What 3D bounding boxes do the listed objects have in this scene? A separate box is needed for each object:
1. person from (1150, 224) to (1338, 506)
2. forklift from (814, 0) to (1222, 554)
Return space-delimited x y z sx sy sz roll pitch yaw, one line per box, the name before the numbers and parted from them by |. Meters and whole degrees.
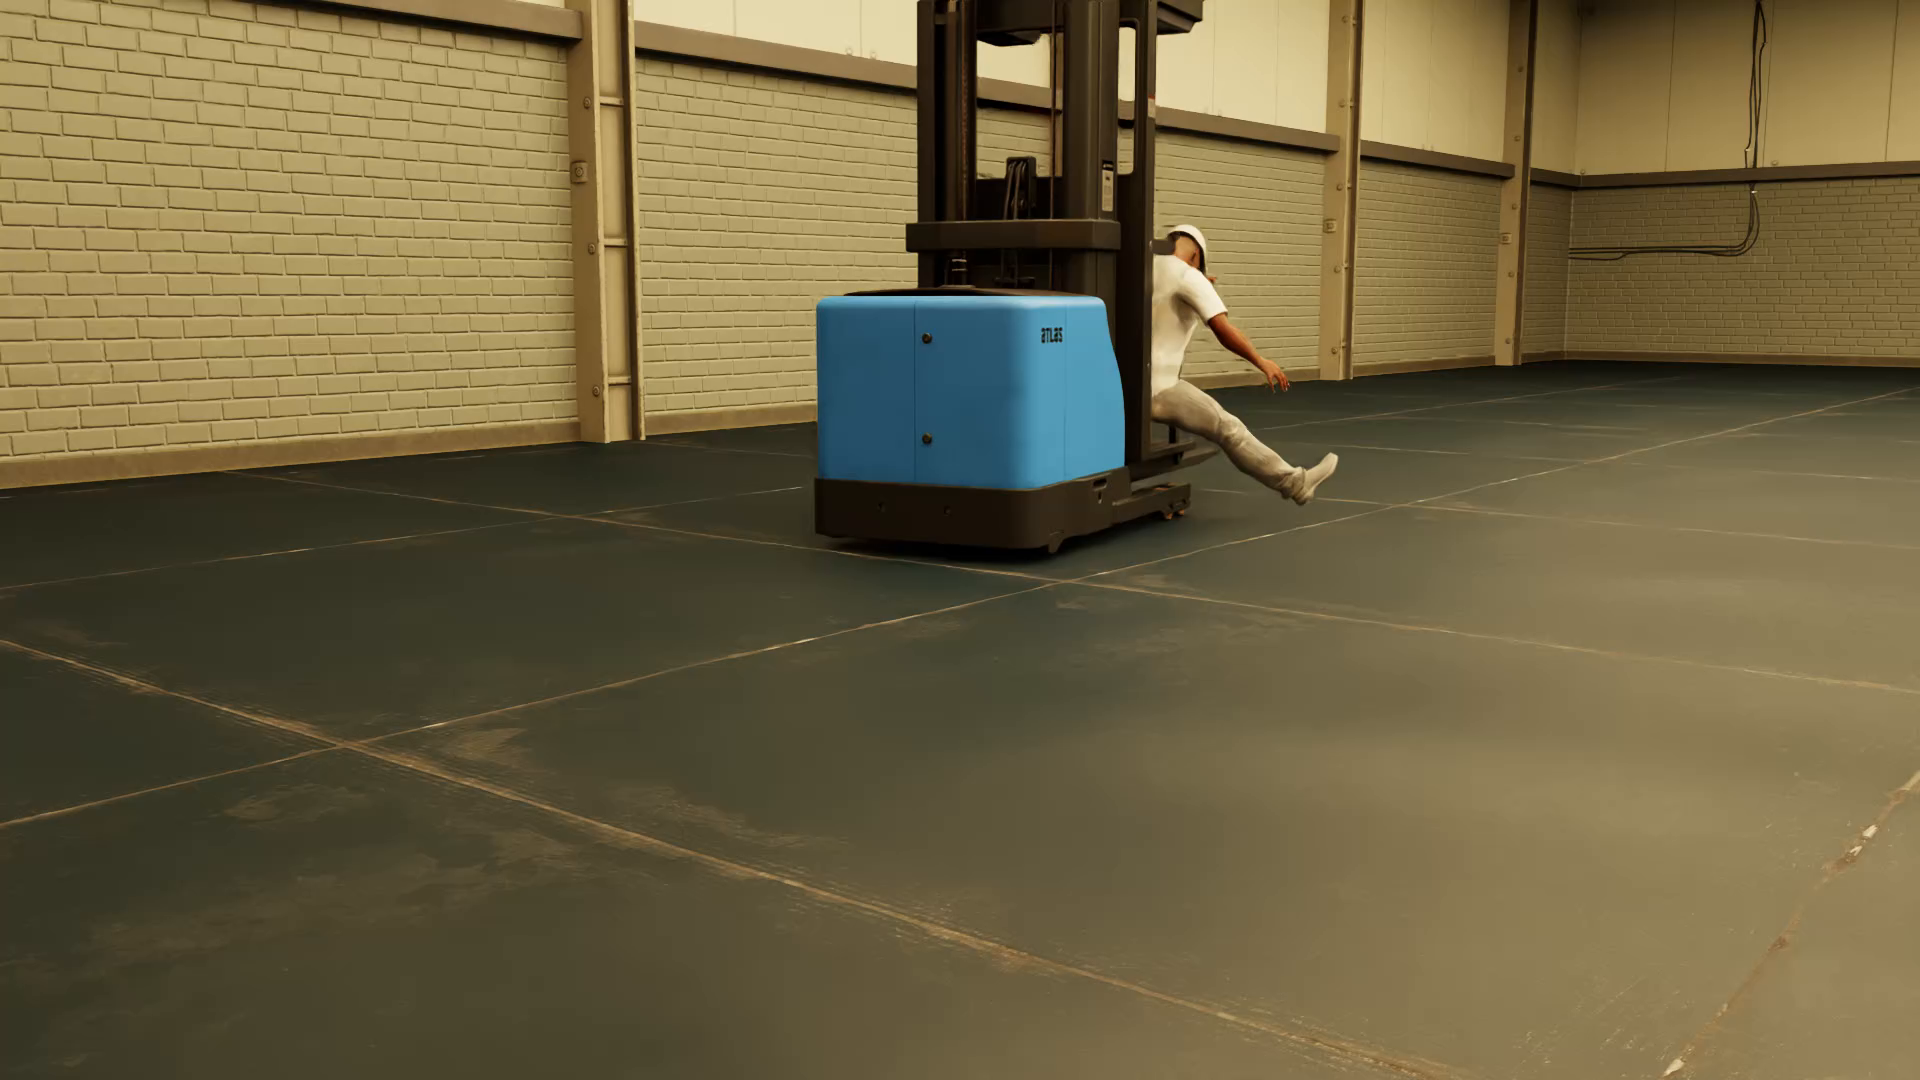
person | 1.111 -0.815 8.140 1.121 1.439 1.059 -4 9 -26
forklift | 0.492 -1.567 7.990 1.130 2.935 3.031 4 9 26
